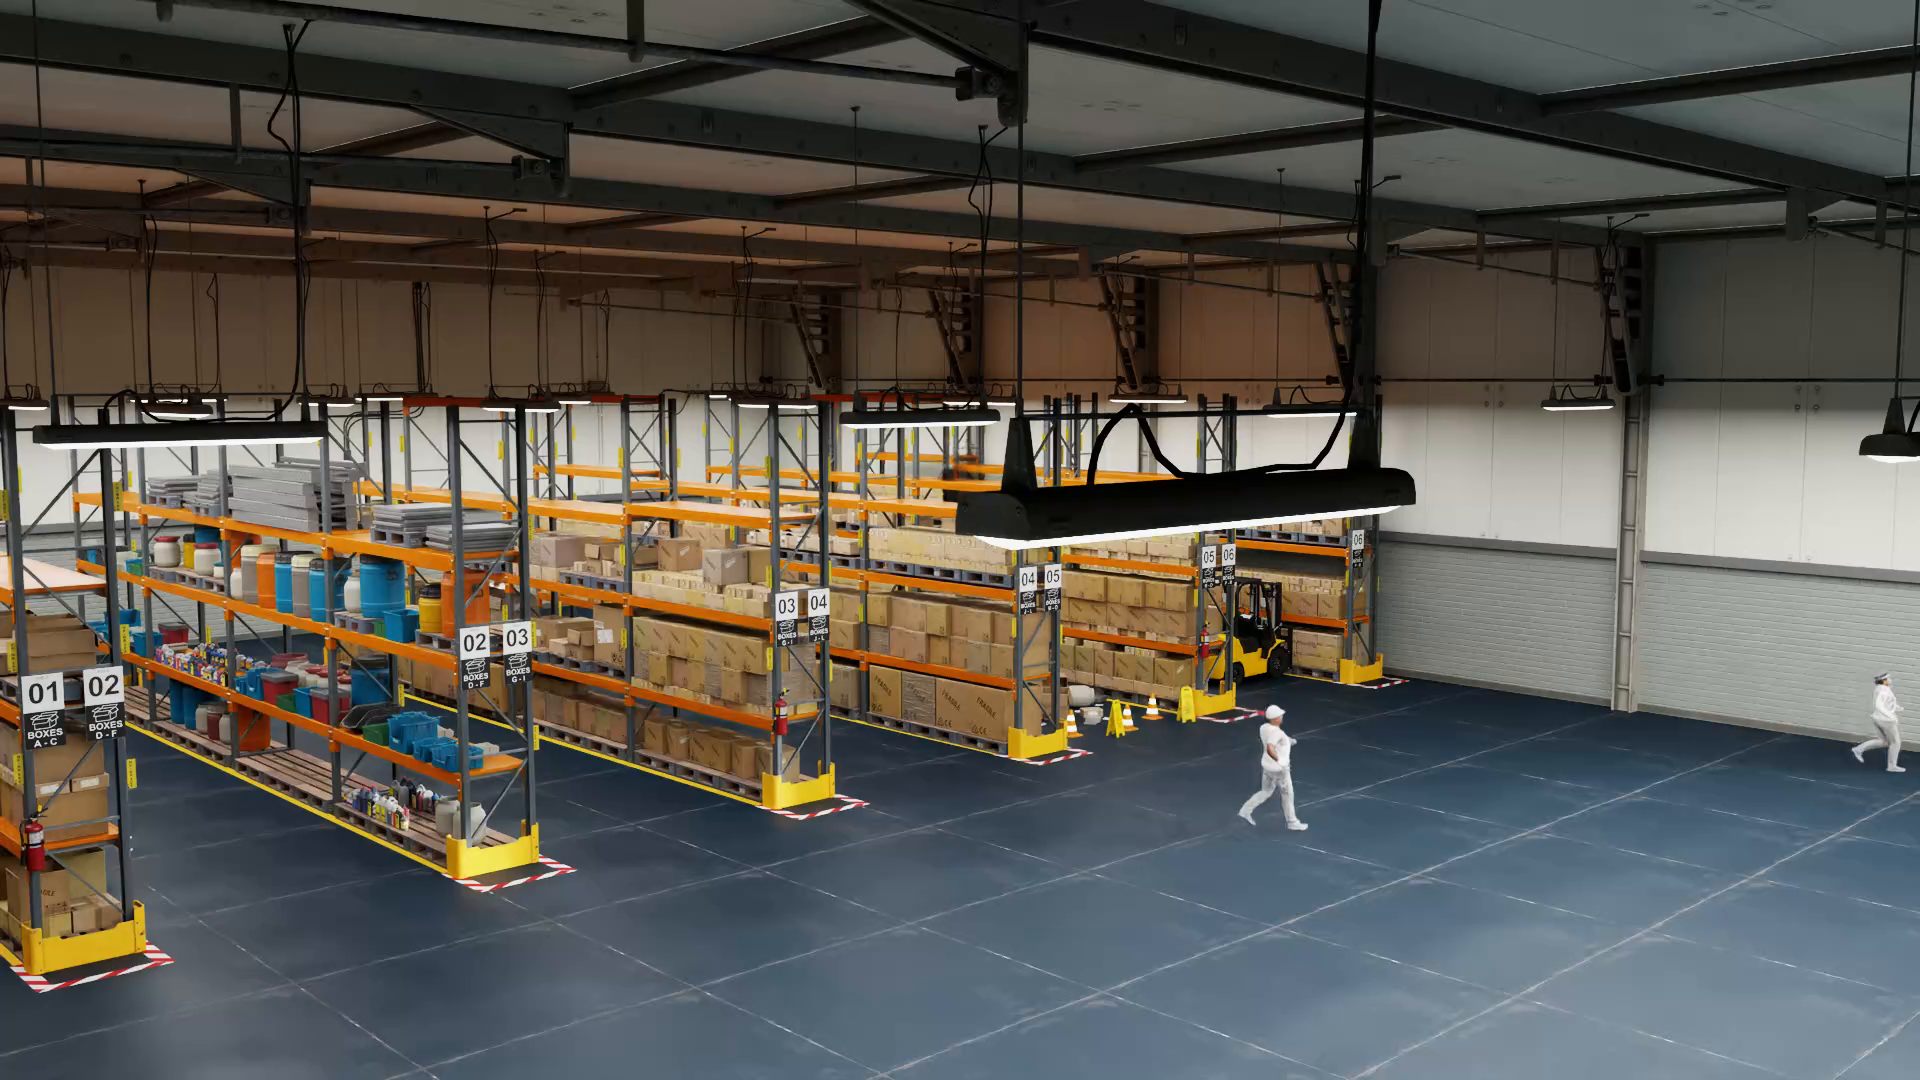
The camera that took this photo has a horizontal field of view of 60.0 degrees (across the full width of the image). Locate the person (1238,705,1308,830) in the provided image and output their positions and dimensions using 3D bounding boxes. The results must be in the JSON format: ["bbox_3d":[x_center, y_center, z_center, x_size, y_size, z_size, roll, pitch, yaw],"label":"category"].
[{"bbox_3d":[4.389,3.176,23.189,1.003,1.763,0.687,-2,6,-16],"label":"person"}]

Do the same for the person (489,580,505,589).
[{"bbox_3d":[-11.088,1.630,39.634,0.764,1.722,0.961,2,6,20],"label":"person"}]

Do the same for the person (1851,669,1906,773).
[{"bbox_3d":[14.879,2.906,26.852,0.785,1.662,0.626,2,6,16],"label":"person"}]
